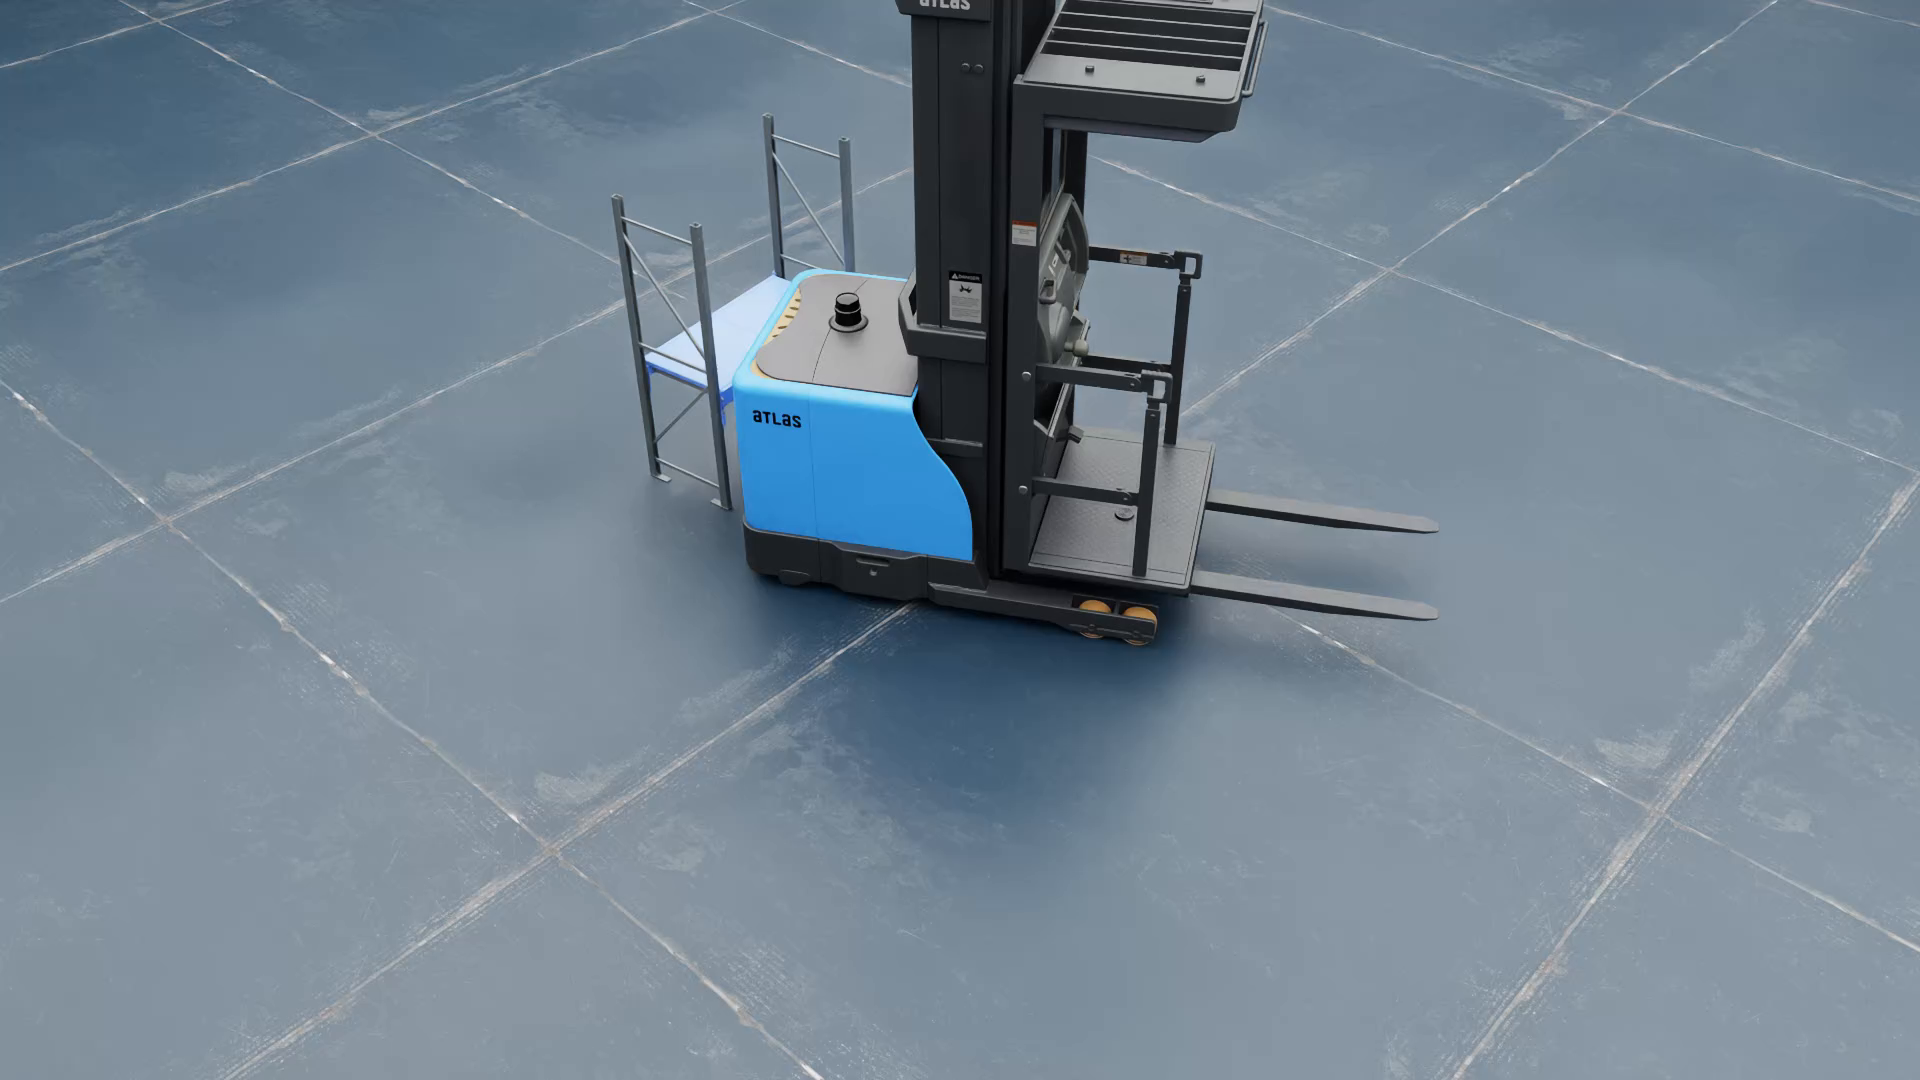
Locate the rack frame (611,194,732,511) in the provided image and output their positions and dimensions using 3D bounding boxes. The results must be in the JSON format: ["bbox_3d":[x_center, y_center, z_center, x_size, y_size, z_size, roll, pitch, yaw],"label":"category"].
[{"bbox_3d":[-1.302,-0.823,7.580,0.500,1.500,0.032,23,44,27],"label":"rack frame"}]

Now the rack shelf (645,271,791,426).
[{"bbox_3d":[-1.012,-0.942,8.019,0.538,0.185,1.000,23,44,27],"label":"rack shelf"}]

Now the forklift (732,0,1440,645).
[{"bbox_3d":[0.607,-1.059,6.727,3.031,2.935,1.130,8,39,10],"label":"forklift"}]

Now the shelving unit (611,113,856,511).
[{"bbox_3d":[-1.012,-1.083,7.907,0.538,1.500,1.048,23,44,27],"label":"shelving unit"}]

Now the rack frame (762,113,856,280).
[{"bbox_3d":[-0.722,-1.343,8.233,0.500,1.500,0.032,23,44,27],"label":"rack frame"}]
